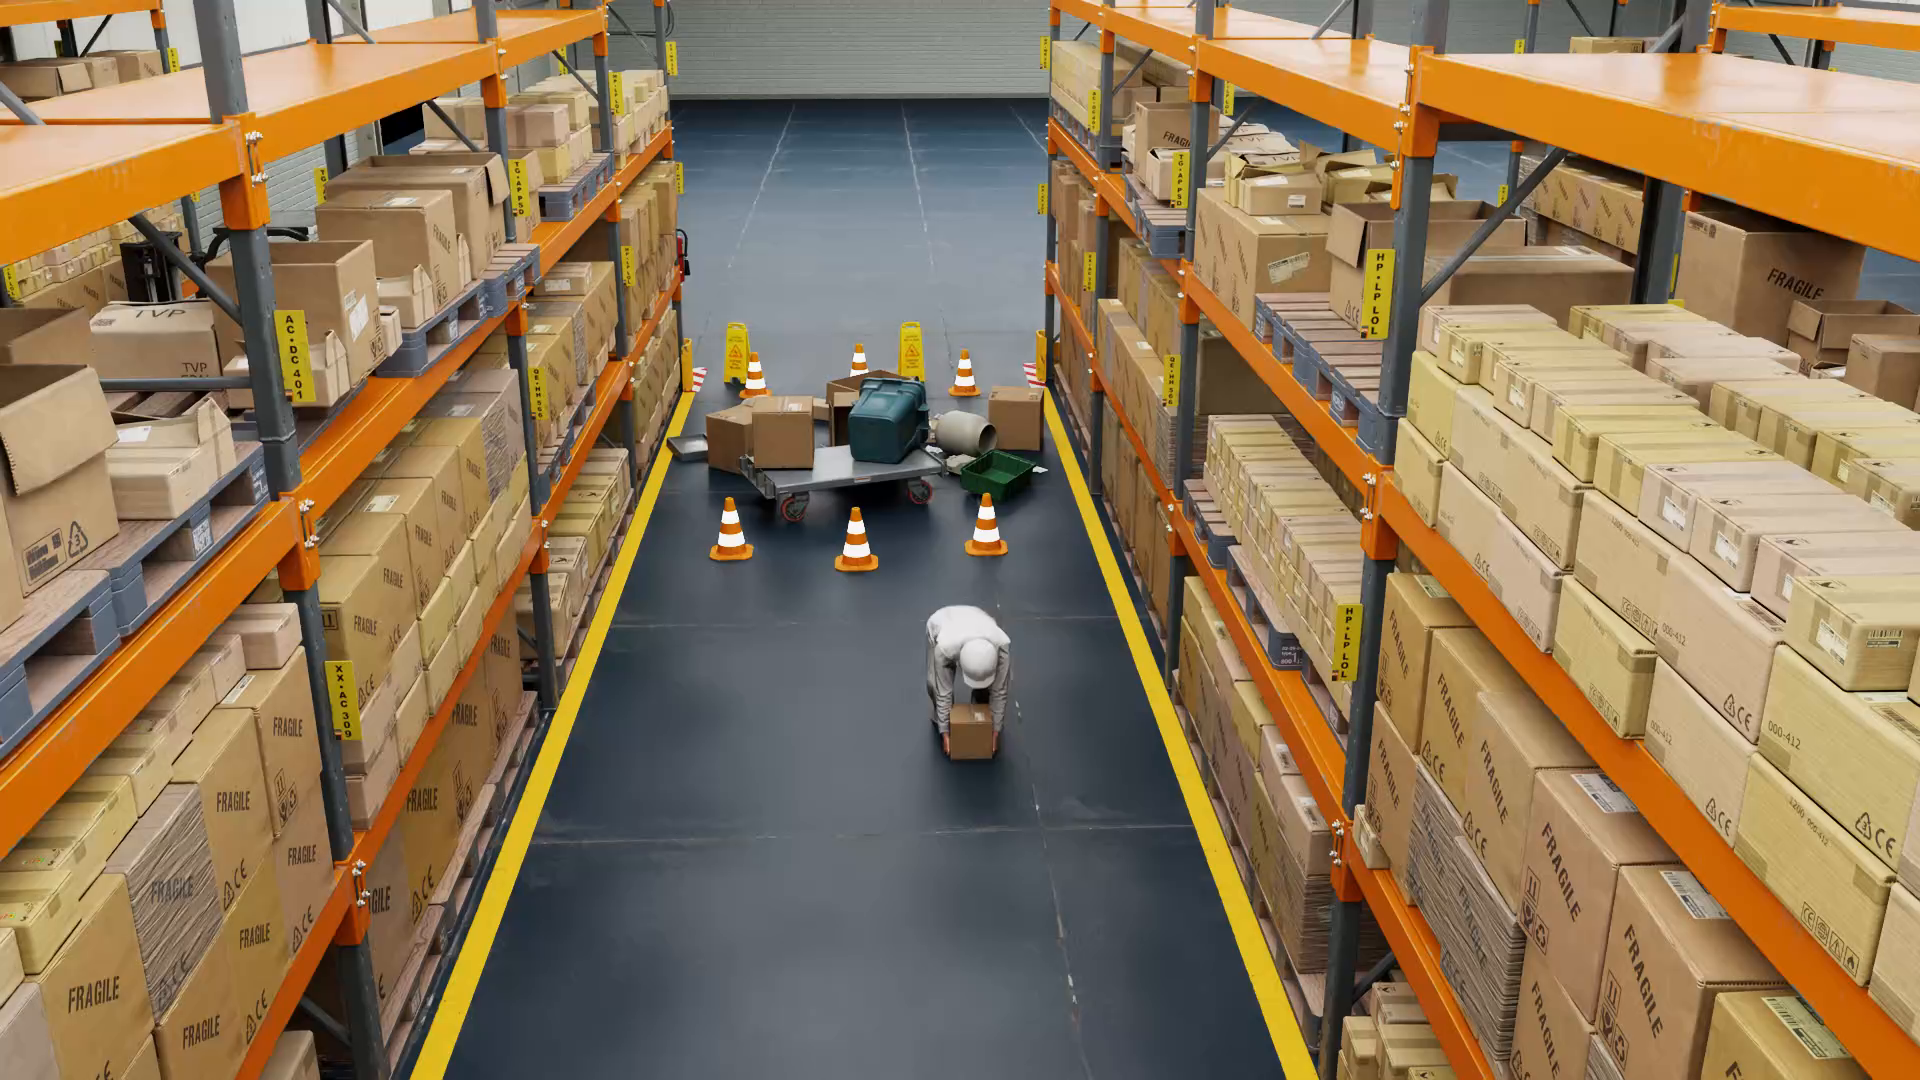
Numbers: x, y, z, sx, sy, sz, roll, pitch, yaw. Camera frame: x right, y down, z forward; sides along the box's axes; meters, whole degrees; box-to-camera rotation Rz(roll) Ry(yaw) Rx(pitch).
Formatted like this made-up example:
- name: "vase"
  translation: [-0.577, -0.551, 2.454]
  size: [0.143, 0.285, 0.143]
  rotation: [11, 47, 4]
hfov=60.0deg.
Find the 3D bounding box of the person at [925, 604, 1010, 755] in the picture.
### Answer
- name: "person"
  translation: [0.044, 0.837, 10.260]
  size: [0.506, 0.785, 0.983]
  rotation: [-2, 20, -4]
